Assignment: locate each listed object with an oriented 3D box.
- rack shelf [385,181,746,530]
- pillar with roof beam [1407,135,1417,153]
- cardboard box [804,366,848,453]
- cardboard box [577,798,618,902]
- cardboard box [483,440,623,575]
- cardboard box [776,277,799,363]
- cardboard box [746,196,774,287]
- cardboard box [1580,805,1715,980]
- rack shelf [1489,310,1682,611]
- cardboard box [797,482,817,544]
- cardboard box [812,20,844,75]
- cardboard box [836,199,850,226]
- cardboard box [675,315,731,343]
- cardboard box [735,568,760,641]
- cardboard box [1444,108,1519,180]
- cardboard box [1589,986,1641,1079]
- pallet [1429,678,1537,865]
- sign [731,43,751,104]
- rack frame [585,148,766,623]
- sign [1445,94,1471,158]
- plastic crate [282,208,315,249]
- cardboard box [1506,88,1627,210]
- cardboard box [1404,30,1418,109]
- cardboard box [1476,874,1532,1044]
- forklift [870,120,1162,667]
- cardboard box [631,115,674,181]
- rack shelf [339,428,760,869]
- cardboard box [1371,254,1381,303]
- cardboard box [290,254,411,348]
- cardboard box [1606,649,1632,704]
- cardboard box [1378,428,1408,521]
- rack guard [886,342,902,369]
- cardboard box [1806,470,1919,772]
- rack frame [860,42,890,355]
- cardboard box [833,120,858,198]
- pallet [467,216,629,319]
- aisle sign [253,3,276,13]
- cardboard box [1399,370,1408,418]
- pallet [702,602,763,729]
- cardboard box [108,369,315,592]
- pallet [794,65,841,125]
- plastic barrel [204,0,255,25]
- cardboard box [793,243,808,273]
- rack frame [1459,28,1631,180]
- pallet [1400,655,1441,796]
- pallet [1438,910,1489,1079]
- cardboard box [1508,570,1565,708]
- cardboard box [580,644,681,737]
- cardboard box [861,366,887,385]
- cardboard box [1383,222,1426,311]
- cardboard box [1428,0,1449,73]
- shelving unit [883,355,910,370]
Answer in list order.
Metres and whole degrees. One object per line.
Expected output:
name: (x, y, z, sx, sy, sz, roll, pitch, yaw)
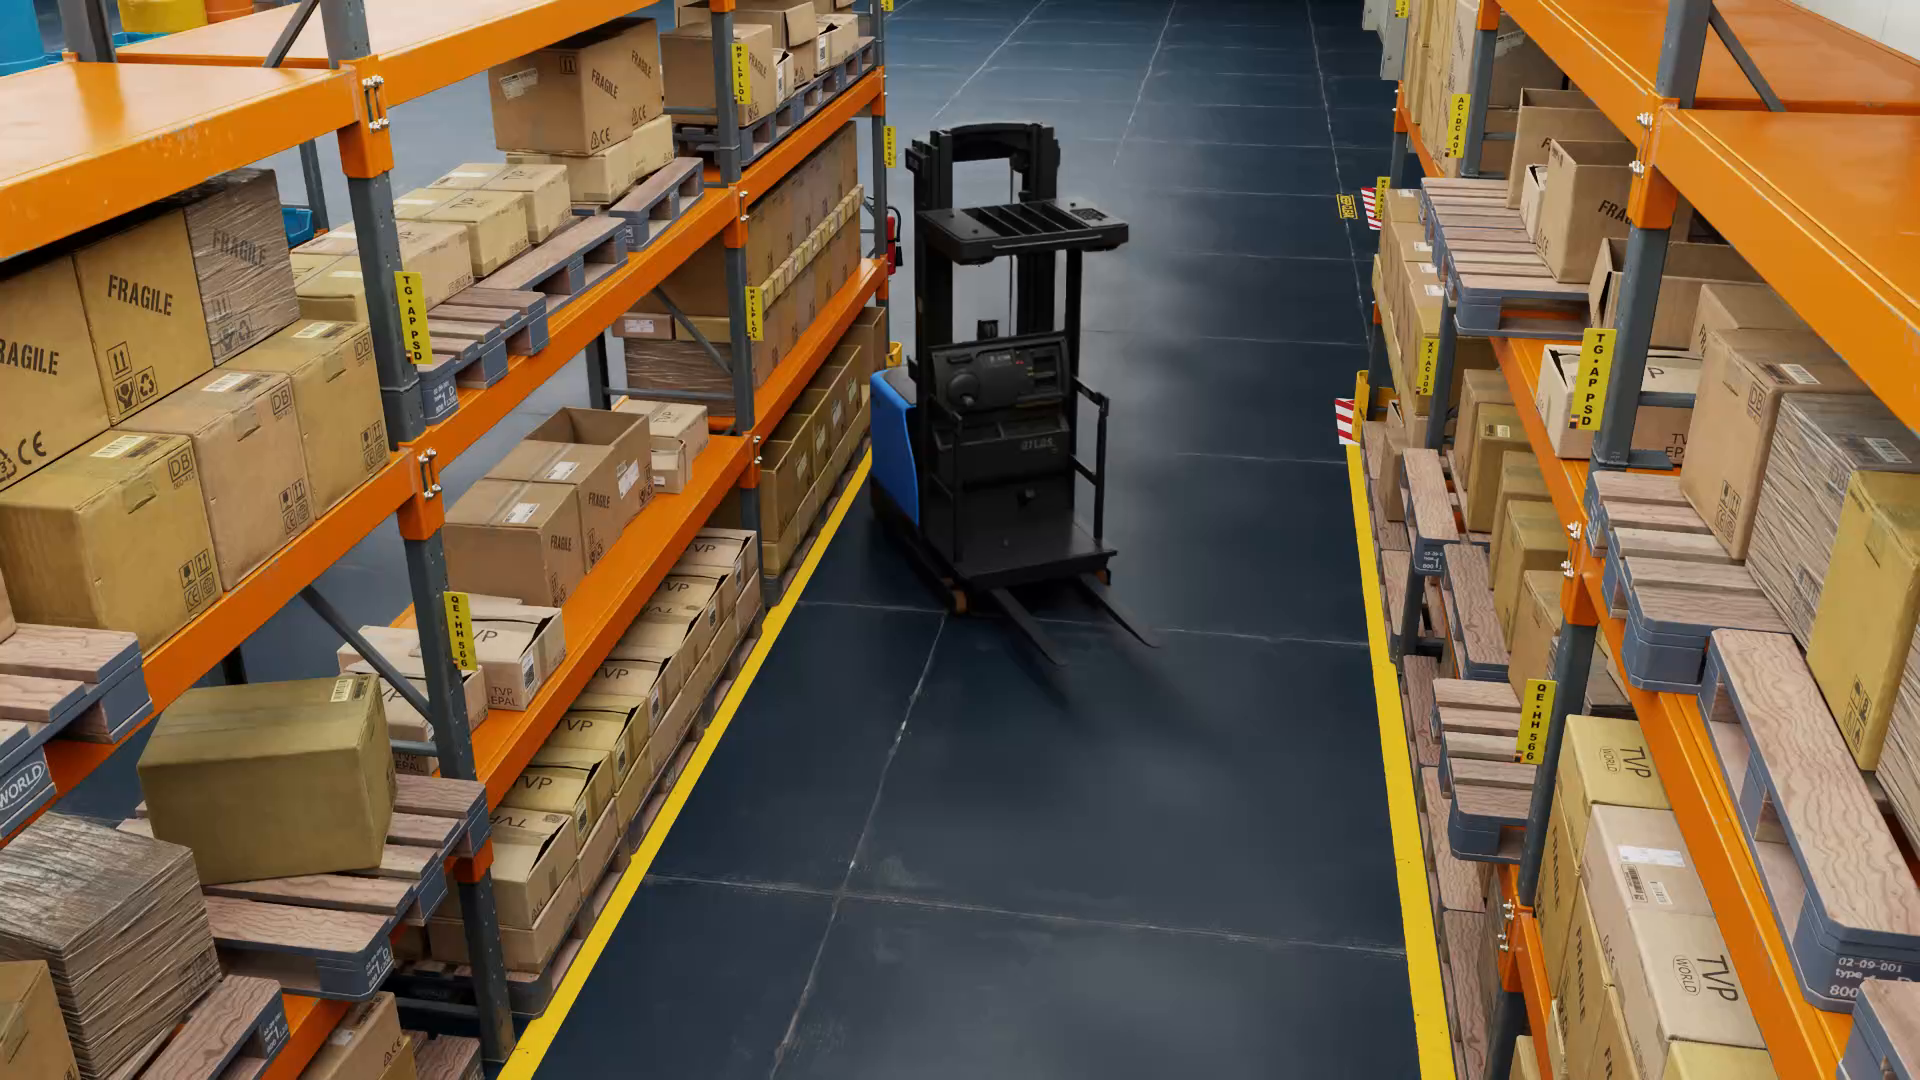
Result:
rack shelf: (-2.077, -1.072, 7.812, 1.077, 0.370, 4.000, 4, 25, 9)
pillar with roof beam: (2.244, -9.889, 22.261, 9.100, 9.000, 0.400, 4, 25, 9)
cardboard box: (-1.122, -0.960, 12.126, 0.500, 0.500, 0.500, 4, 25, 9)
cardboard box: (-1.947, 1.443, 7.876, 0.500, 0.250, 0.500, 3, 25, 7)
cardboard box: (-2.060, -0.171, 8.460, 0.500, 0.500, 0.500, 4, 25, 9)
cardboard box: (-1.518, -1.538, 11.379, 0.700, 0.500, 0.500, 4, 25, 9)
cardboard box: (-1.602, -1.906, 10.636, 0.700, 0.500, 0.500, 4, 25, 8)
cardboard box: (2.068, 1.007, 4.684, 0.500, 0.250, 0.500, 4, 25, 8)
rack shelf: (2.811, -0.730, 7.083, 1.077, 0.370, 4.000, 4, 25, 9)
cardboard box: (-1.288, -0.202, 11.392, 0.500, 0.250, 0.500, 4, 25, 9)
cardboard box: (-1.115, -3.388, 11.356, 0.500, 0.311, 0.500, 7, 26, 15)
cardboard box: (-1.054, -2.498, 12.666, 0.380, 0.149, 0.250, 4, 25, 8)
cardboard box: (-1.515, -1.314, 10.136, 0.380, 0.149, 0.250, 4, 25, 8)
cardboard box: (-1.532, 0.373, 10.163, 0.500, 0.250, 0.500, 4, 25, 8)
cardboard box: (2.977, -2.176, 9.182, 0.500, 0.500, 0.500, 5, 25, 10)
cardboard box: (1.975, 1.561, 4.385, 0.500, 0.500, 0.500, 4, 25, 8)
pallet: (2.495, 0.920, 6.472, 1.213, 0.211, 1.003, 4, 25, 9)
sign: (-1.213, -2.578, 9.199, 0.100, 0.325, 0.005, 4, 25, 9)
rack frame: (-1.750, -0.876, 10.083, 1.000, 3.000, 0.127, 4, 25, 9)
sign: (2.601, -2.161, 8.681, 0.100, 0.325, 0.005, 4, 25, 9)
plastic crate: (-5.769, -2.596, 13.934, 0.499, 0.251, 0.616, 4, 25, 9)
cardboard box: (2.969, -1.905, 8.130, 0.500, 0.500, 0.500, 8, 26, 16)
cardboard box: (3.367, -3.275, 11.529, 0.500, 0.500, 0.500, 6, 26, 12)
cardboard box: (2.550, 1.767, 6.867, 0.700, 0.500, 0.500, 4, 25, 9)
forklift: (0.348, -1.043, 10.521, 1.130, 2.935, 3.031, -9, 27, -19)
cardboard box: (-1.860, -2.100, 8.841, 0.500, 0.250, 0.500, 7, 26, 14)
rack shelf: (-2.077, 0.286, 8.448, 1.077, 0.370, 4.000, 4, 25, 9)
cardboard box: (3.398, -1.966, 12.566, 0.500, 0.250, 0.500, 3, 25, 7)
cardboard box: (-2.385, -0.877, 6.229, 0.500, 0.250, 0.500, 2, 25, 5)
cardboard box: (2.511, 0.454, 5.840, 0.380, 0.149, 0.250, 1, 25, 2)
cardboard box: (3.327, -0.449, 11.601, 0.700, 0.500, 0.500, 2, 25, 5)
rack guard: (-1.092, -1.427, 14.208, 1.175, 0.500, 0.348, 4, 25, 9)
cardboard box: (2.323, 0.198, 3.613, 0.700, 0.500, 0.500, 5, 26, 11)
rack frame: (-1.096, -2.549, 13.657, 1.000, 3.000, 0.127, 4, 25, 9)
cardboard box: (-1.194, -2.965, 12.898, 0.700, 0.500, 0.500, 4, 25, 9)
pallet: (-2.201, -1.234, 7.532, 1.003, 0.211, 1.213, 5, 26, 11)
aisle sign: (-5.678, -4.080, 13.863, 0.394, 0.787, 0.004, 4, 25, 9)
cardboard box: (3.006, -0.902, 10.293, 0.500, 0.250, 0.500, 4, 25, 9)
pallet: (-1.832, 0.698, 10.010, 1.003, 0.211, 1.213, 4, 25, 9)
cardboard box: (-2.525, -0.209, 5.001, 0.910, 0.500, 0.500, 4, 25, 9)
pallet: (-1.434, -3.062, 11.319, 1.003, 0.211, 1.213, 4, 25, 9)
plastic barrel: (-5.937, -4.425, 13.124, 0.600, 0.830, 0.708, 4, 25, 9)
cardboard box: (-1.265, -1.962, 11.520, 0.380, 0.149, 0.250, 4, 25, 8)
rack frame: (3.138, -3.251, 8.081, 1.000, 3.000, 0.127, 4, 25, 9)
pallet: (3.012, 1.054, 9.248, 1.003, 0.211, 1.213, 4, 25, 9)
pallet: (2.613, 2.075, 7.068, 1.003, 0.211, 1.213, 4, 25, 9)
cardboard box: (2.615, 0.461, 6.589, 0.700, 0.500, 0.500, 2, 25, 4)
cardboard box: (-1.782, 0.751, 8.694, 0.500, 0.311, 0.500, 4, 25, 8)
cardboard box: (-0.892, -1.249, 13.628, 0.500, 0.250, 0.500, 4, 25, 9)
cardboard box: (3.236, -1.887, 11.513, 0.500, 0.500, 0.500, 3, 25, 7)
cardboard box: (3.106, -3.077, 9.927, 0.500, 0.500, 0.500, 3, 25, 7)
shelving unit: (-0.419, -0.814, 12.251, 0.215, 1.050, 0.252, -9, 27, -19)
